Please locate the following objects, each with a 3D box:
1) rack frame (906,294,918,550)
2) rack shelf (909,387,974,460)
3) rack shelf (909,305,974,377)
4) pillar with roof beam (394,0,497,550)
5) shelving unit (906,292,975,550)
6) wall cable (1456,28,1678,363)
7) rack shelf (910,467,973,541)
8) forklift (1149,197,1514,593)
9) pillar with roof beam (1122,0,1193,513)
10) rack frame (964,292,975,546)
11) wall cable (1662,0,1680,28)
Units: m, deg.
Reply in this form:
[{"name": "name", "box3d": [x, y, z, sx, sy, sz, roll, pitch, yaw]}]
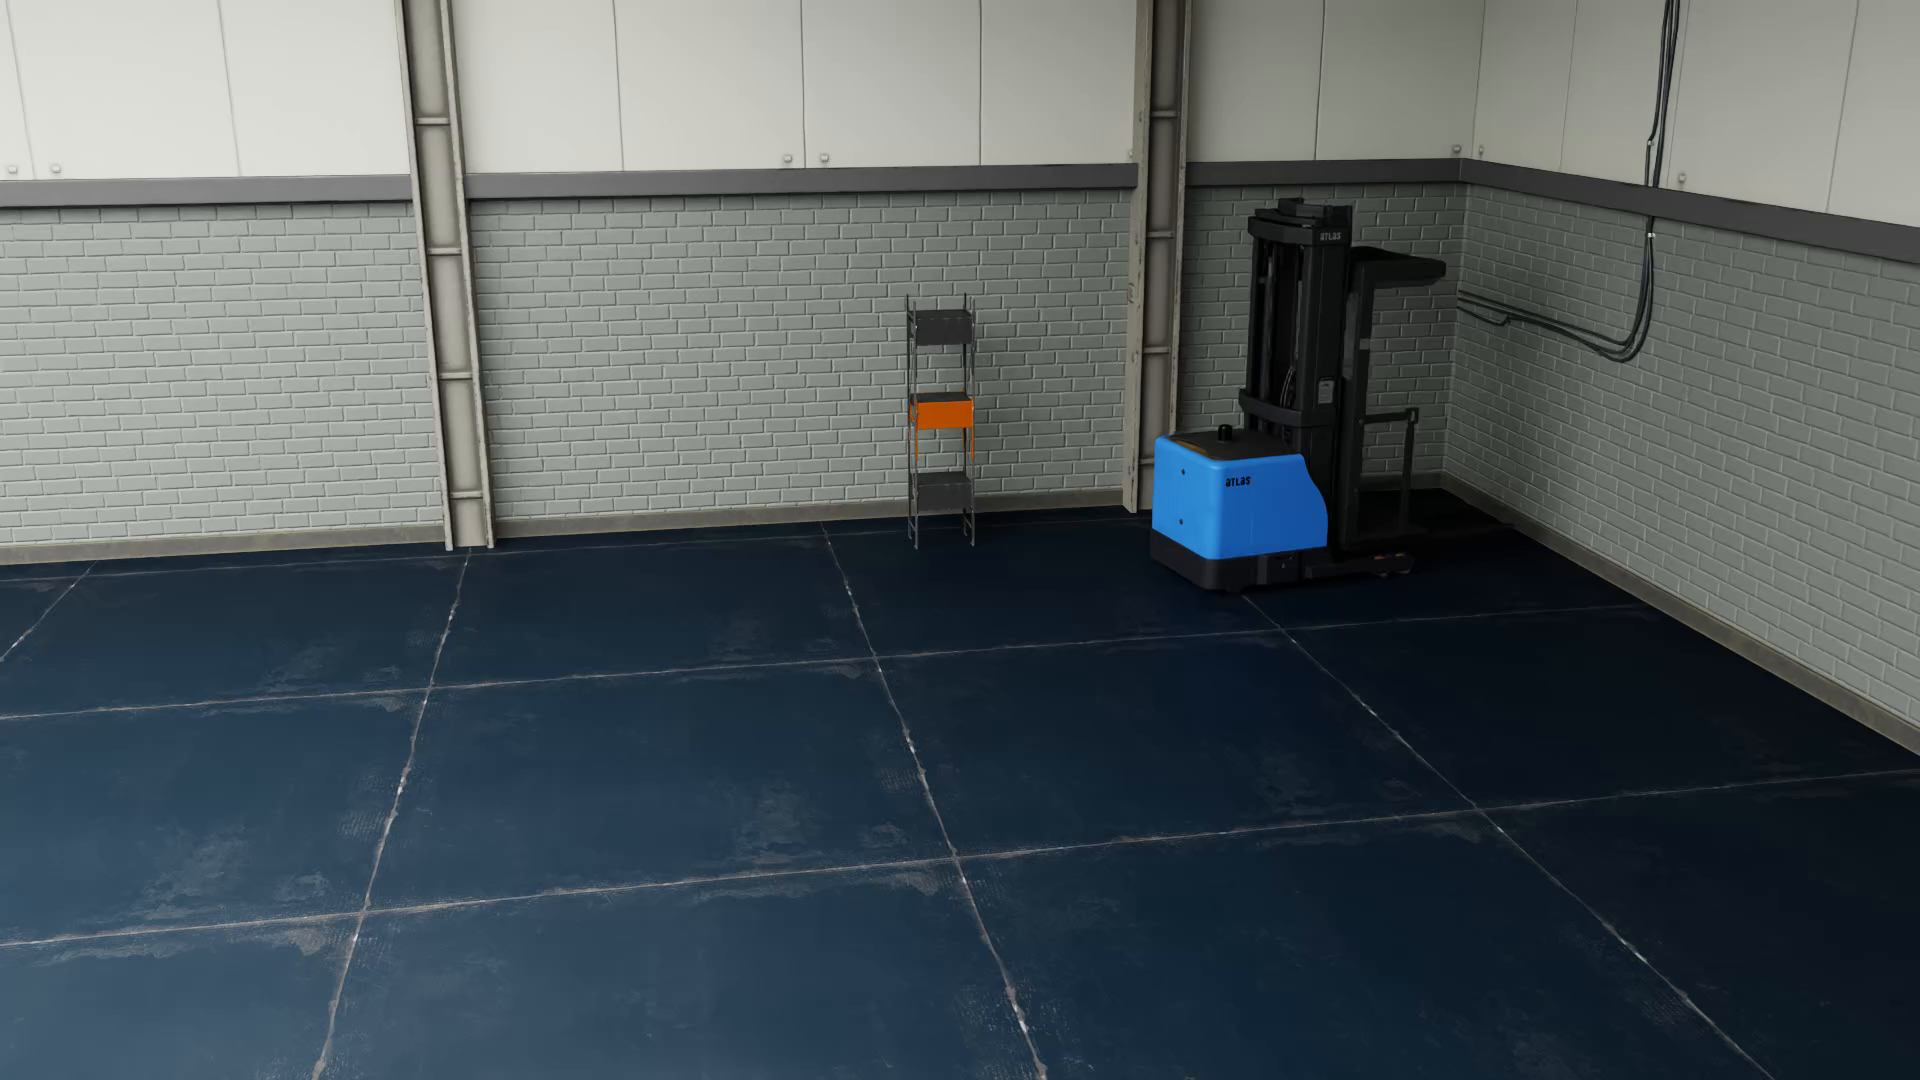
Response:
[{"name": "rack frame", "box3d": [-0.402, -0.981, 13.929, 0.015, 2.100, 0.400, -3, 17, -10]}, {"name": "rack shelf", "box3d": [-0.162, -0.981, 13.977, 0.480, 0.518, 0.431, -3, 17, -10]}, {"name": "rack shelf", "box3d": [-0.162, -1.651, 13.772, 0.480, 0.518, 0.431, -3, 17, -10]}, {"name": "pillar with roof beam", "box3d": [-3.353, -3.028, 8.845, 0.400, 9.000, 9.100, -3, 17, -10]}, {"name": "shelving unit", "box3d": [-0.162, -0.995, 13.973, 0.503, 2.100, 0.431, -3, 17, -10]}, {"name": "wall cable", "box3d": [4.864, -2.902, 13.722, 0.112, 2.526, 3.097, -3, 17, -10]}, {"name": "rack shelf", "box3d": [-0.163, -0.312, 14.183, 0.480, 0.518, 0.431, -3, 17, -10]}, {"name": "forklift", "box3d": [3.123, -1.243, 13.366, 3.031, 2.935, 1.130, -7, 18, -20]}, {"name": "pillar with roof beam", "box3d": [2.538, -3.363, 9.933, 0.400, 9.000, 9.100, -3, 17, -10]}, {"name": "rack frame", "box3d": [0.077, -1.008, 14.018, 0.015, 2.100, 0.400, -3, 17, -10]}, {"name": "wall cable", "box3d": [5.378, -4.536, 10.442, 0.112, 2.526, 3.097, -3, 17, -10]}]
